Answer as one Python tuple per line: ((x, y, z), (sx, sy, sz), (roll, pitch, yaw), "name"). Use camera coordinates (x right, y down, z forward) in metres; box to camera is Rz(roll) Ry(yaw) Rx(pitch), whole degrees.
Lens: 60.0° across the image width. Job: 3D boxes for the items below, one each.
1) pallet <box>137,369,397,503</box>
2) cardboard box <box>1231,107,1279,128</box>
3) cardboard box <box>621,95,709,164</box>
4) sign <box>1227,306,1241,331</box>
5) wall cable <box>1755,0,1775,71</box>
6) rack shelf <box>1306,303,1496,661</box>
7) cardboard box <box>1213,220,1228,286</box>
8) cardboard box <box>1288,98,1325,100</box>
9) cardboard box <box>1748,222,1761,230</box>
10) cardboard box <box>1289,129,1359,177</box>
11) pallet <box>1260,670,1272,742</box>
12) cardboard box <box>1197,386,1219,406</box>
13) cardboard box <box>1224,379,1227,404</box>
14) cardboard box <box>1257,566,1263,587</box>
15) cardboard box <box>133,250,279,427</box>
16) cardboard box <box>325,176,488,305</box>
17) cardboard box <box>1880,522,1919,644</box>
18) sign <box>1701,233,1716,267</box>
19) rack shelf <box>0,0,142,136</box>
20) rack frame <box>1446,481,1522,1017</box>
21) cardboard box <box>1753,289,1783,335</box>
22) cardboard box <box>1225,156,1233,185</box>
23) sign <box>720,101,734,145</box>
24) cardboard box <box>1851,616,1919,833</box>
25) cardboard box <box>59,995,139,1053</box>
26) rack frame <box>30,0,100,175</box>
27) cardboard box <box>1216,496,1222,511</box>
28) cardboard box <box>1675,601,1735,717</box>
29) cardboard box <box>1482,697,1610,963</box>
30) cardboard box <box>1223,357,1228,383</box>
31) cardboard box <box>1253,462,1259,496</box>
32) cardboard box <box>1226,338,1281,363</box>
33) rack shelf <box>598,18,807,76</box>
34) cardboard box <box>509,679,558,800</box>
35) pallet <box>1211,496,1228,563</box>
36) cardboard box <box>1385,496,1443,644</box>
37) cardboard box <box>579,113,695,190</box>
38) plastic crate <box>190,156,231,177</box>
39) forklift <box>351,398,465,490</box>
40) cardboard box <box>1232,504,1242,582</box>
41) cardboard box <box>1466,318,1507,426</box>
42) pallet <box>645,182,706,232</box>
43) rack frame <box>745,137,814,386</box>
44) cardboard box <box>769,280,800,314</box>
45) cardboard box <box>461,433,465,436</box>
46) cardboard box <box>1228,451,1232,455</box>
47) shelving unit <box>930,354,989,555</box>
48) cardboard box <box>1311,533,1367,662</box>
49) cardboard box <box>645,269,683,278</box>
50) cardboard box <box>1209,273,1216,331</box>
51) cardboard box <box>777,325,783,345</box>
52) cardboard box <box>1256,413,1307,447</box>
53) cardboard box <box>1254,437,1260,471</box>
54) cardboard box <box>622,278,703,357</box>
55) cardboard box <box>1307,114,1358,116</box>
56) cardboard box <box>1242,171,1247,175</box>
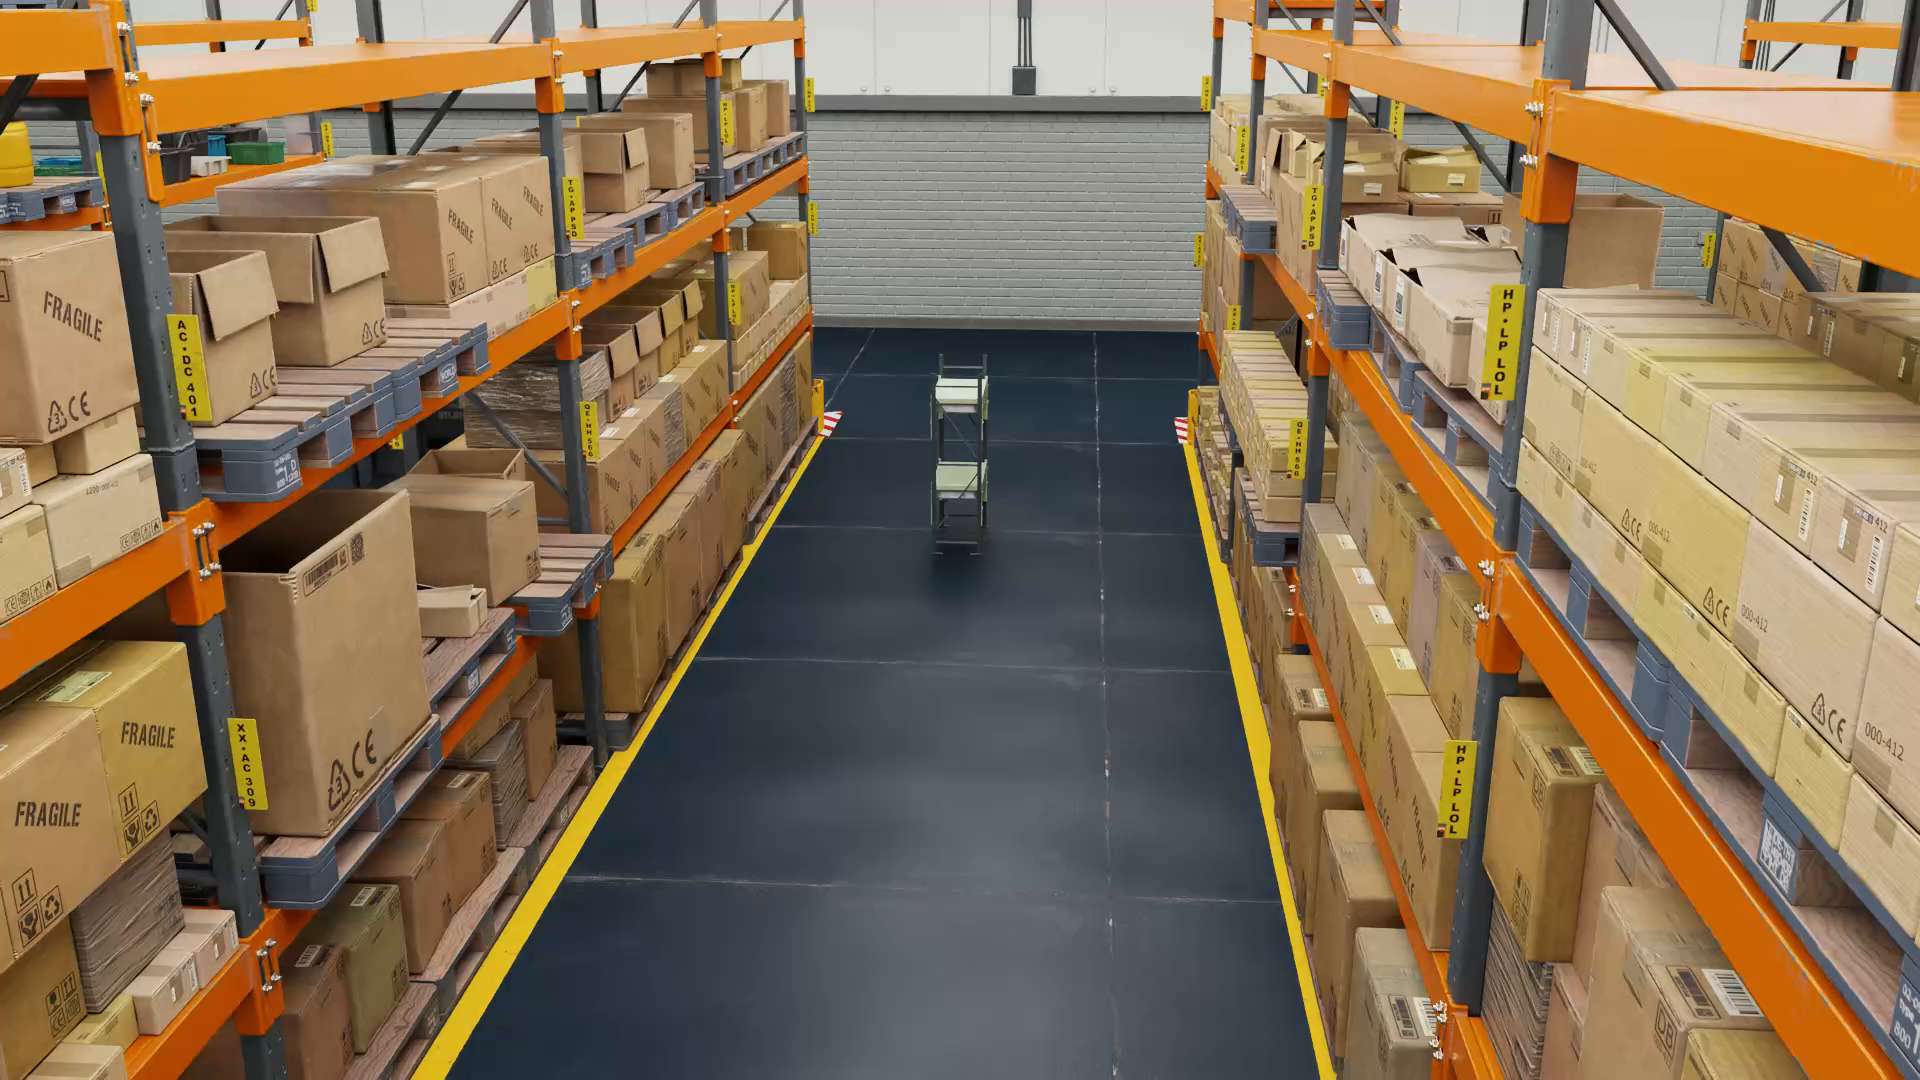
((-2.735, -0.386, 5.768), (1.213, 0.211, 1.003), (1, 18, 4), "pallet")
((2.445, -3.490, 13.736), (0.380, 0.149, 0.250), (1, 18, 4), "cardboard box")
((-2.316, -3.310, 13.393), (0.700, 0.500, 0.500), (0, 18, 1), "cardboard box")
((2.086, -1.624, 12.672), (0.100, 0.325, 0.005), (1, 18, 4), "sign")
((11.512, -6.916, 20.519), (2.988, 3.039, 0.133), (1, 18, 4), "wall cable")
((2.198, -0.423, 6.735), (1.077, 0.370, 4.000), (1, 18, 4), "rack shelf")
((2.496, -2.500, 14.490), (0.500, 0.500, 0.500), (1, 18, 2), "cardboard box")
((3.140, -3.878, 14.922), (0.380, 0.149, 0.250), (2, 18, 5), "cardboard box")
((7.477, -2.932, 15.245), (0.380, 0.149, 0.250), (2, 18, 6), "cardboard box")
((2.183, -2.329, 10.006), (0.396, 0.266, 0.258), (1, 18, 4), "cardboard box")
((2.399, 1.122, 10.161), (1.003, 0.211, 1.213), (1, 18, 4), "pallet")
((2.538, -1.418, 16.381), (0.380, 0.149, 0.250), (0, 18, 1), "cardboard box")
((2.127, -1.085, 12.146), (0.380, 0.149, 0.250), (2, 18, 5), "cardboard box")
((2.206, 0.138, 10.819), (0.500, 0.250, 0.500), (2, 18, 5), "cardboard box")
((-2.753, -0.678, 5.518), (0.797, 0.503, 0.637), (0, 18, 1), "cardboard box")
((-2.460, -1.347, 7.435), (0.500, 0.500, 0.500), (2, 18, 5), "cardboard box")
((1.545, 0.085, 2.318), (0.380, 0.149, 0.250), (1, 18, 3), "cardboard box")
((7.306, -2.830, 16.224), (0.100, 0.325, 0.005), (1, 18, 4), "sign")
((-3.029, -0.747, 2.911), (1.077, 0.370, 4.000), (1, 18, 4), "rack shelf")
((2.055, 1.282, 5.195), (1.000, 3.000, 0.127), (1, 18, 4), "rack frame")
((7.476, -1.956, 14.914), (0.500, 0.500, 0.500), (1, 18, 4), "cardboard box")
((2.477, -3.028, 13.771), (0.500, 0.250, 0.500), (1, 18, 3), "cardboard box")
((-1.770, -3.157, 12.587), (0.100, 0.325, 0.005), (1, 18, 4), "sign")
((1.598, 0.312, 2.265), (0.500, 0.250, 0.500), (1, 18, 4), "cardboard box")
((-2.713, 1.486, 4.974), (0.380, 0.149, 0.250), (1, 18, 4), "cardboard box")
((-7.252, -4.307, 12.614), (1.000, 3.000, 0.127), (1, 18, 4), "rack frame")
((2.373, -0.340, 14.046), (0.380, 0.149, 0.250), (1, 18, 2), "cardboard box")
((1.600, 0.230, 3.156), (0.380, 0.149, 0.250), (1, 18, 4), "cardboard box")
((1.994, 0.811, 4.656), (0.875, 0.550, 0.550), (1, 18, 4), "cardboard box")
((2.125, -1.232, 12.117), (0.380, 0.149, 0.250), (1, 18, 3), "cardboard box")
((1.956, -0.361, 9.938), (0.380, 0.149, 0.250), (2, 18, 5), "cardboard box")
((2.127, -1.367, 12.052), (0.380, 0.149, 0.250), (2, 18, 5), "cardboard box")
((-2.168, -4.285, 14.347), (1.077, 0.370, 4.000), (1, 18, 4), "rack shelf")
((-2.627, 1.084, 9.104), (0.700, 0.500, 0.500), (0, 18, 1), "cardboard box")
((2.641, -0.087, 13.850), (1.003, 0.211, 1.213), (1, 18, 4), "pallet")
((2.193, 0.131, 6.939), (0.700, 0.500, 0.500), (1, 18, 3), "cardboard box")
((-2.343, -2.837, 12.112), (0.700, 0.500, 0.500), (2, 18, 5), "cardboard box")
((-6.866, -3.351, 14.938), (0.437, 0.136, 0.530), (1, 18, 4), "plastic crate")
((-4.600, -1.557, 13.967), (1.130, 2.935, 3.031), (1, 18, 2), "forklift")
((2.311, 0.009, 12.419), (0.500, 0.500, 0.500), (2, 18, 6), "cardboard box")
((1.946, -0.543, 5.350), (0.500, 0.250, 0.500), (1, 18, 5), "cardboard box")
((-2.328, -2.394, 11.901), (0.805, 0.209, 1.217), (1, 18, 2), "pallet")
((-2.025, -2.587, 17.002), (1.000, 3.000, 0.127), (1, 18, 4), "rack frame")
((-1.832, -2.344, 16.021), (0.500, 0.250, 0.500), (1, 18, 3), "cardboard box")
((-2.769, -0.464, 10.361), (0.500, 0.500, 0.500), (1, 18, 3), "cardboard box")
((2.480, -0.683, 14.140), (0.380, 0.149, 0.250), (2, 18, 6), "cardboard box")
((0.000, -0.711, 13.683), (0.431, 1.500, 0.755), (1, 18, 4), "shelving unit")
((2.006, 0.283, 8.081), (0.500, 0.500, 0.500), (1, 18, 3), "cardboard box")
((-2.546, -1.920, 13.525), (0.500, 0.500, 0.500), (2, 18, 5), "cardboard box")
((2.546, -2.182, 15.128), (0.500, 0.500, 0.500), (2, 18, 5), "cardboard box")
((-1.832, -1.875, 15.233), (0.380, 0.149, 0.250), (2, 18, 5), "cardboard box")
((1.958, -0.645, 9.849), (0.380, 0.149, 0.250), (2, 18, 6), "cardboard box")
((1.956, -0.511, 9.915), (0.380, 0.149, 0.250), (2, 18, 5), "cardboard box")
((-2.349, -1.671, 12.433), (0.797, 0.503, 0.637), (1, 18, 2), "cardboard box")
((2.905, -3.232, 12.950), (0.380, 0.149, 0.250), (1, 18, 3), "cardboard box")
((2.408, -2.944, 12.711), (0.500, 0.250, 0.500), (0, 18, 1), "cardboard box")
